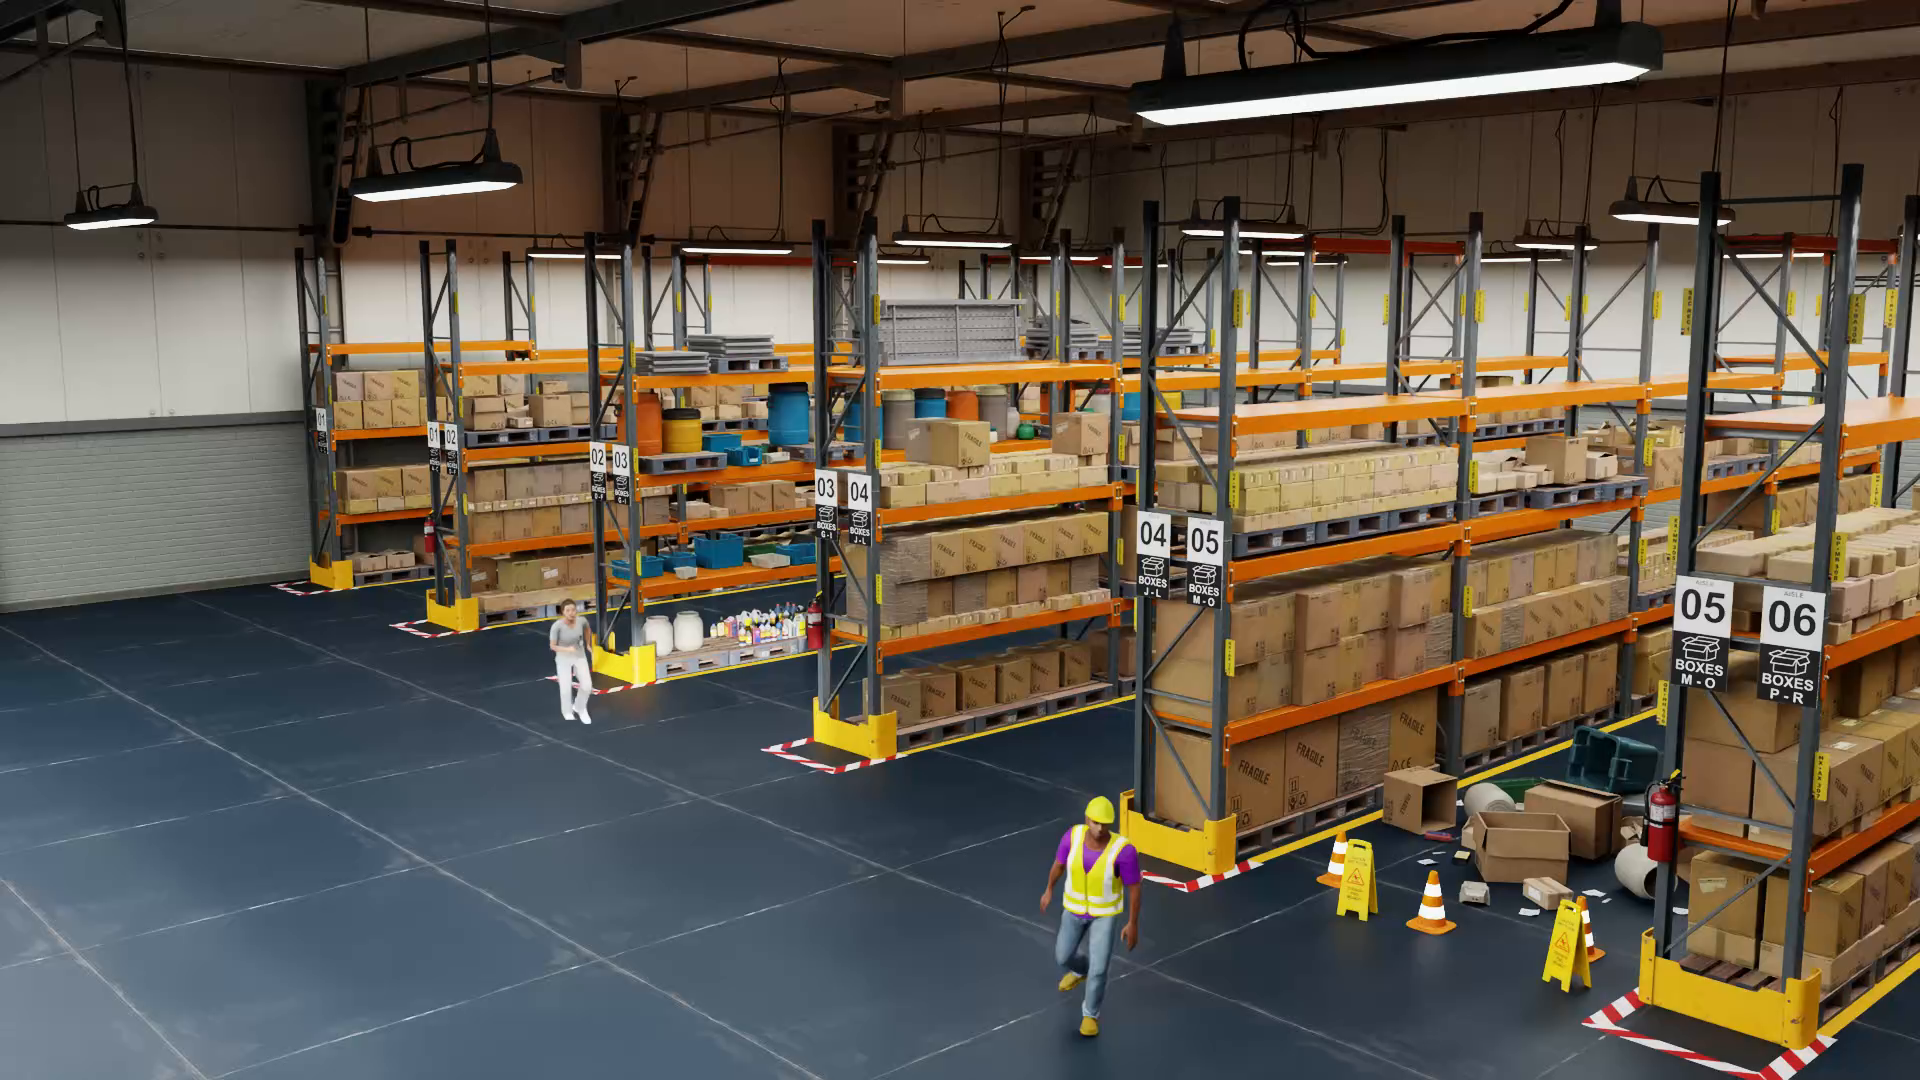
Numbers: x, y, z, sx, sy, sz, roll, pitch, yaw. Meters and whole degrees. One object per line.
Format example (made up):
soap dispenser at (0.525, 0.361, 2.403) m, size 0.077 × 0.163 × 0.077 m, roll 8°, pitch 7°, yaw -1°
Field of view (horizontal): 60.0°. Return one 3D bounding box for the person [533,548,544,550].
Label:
person at (-7.485, 0.030, 29.462) m, size 0.654 × 1.681 × 0.818 m, roll 3°, pitch 9°, yaw 21°

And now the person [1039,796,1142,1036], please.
person at (0.946, 2.596, 11.865) m, size 0.774 × 1.708 × 0.757 m, roll 3°, pitch 9°, yaw 18°

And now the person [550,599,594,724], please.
person at (-4.656, 1.456, 19.984) m, size 0.552 × 1.566 × 0.894 m, roll -3°, pitch 9°, yaw -21°
